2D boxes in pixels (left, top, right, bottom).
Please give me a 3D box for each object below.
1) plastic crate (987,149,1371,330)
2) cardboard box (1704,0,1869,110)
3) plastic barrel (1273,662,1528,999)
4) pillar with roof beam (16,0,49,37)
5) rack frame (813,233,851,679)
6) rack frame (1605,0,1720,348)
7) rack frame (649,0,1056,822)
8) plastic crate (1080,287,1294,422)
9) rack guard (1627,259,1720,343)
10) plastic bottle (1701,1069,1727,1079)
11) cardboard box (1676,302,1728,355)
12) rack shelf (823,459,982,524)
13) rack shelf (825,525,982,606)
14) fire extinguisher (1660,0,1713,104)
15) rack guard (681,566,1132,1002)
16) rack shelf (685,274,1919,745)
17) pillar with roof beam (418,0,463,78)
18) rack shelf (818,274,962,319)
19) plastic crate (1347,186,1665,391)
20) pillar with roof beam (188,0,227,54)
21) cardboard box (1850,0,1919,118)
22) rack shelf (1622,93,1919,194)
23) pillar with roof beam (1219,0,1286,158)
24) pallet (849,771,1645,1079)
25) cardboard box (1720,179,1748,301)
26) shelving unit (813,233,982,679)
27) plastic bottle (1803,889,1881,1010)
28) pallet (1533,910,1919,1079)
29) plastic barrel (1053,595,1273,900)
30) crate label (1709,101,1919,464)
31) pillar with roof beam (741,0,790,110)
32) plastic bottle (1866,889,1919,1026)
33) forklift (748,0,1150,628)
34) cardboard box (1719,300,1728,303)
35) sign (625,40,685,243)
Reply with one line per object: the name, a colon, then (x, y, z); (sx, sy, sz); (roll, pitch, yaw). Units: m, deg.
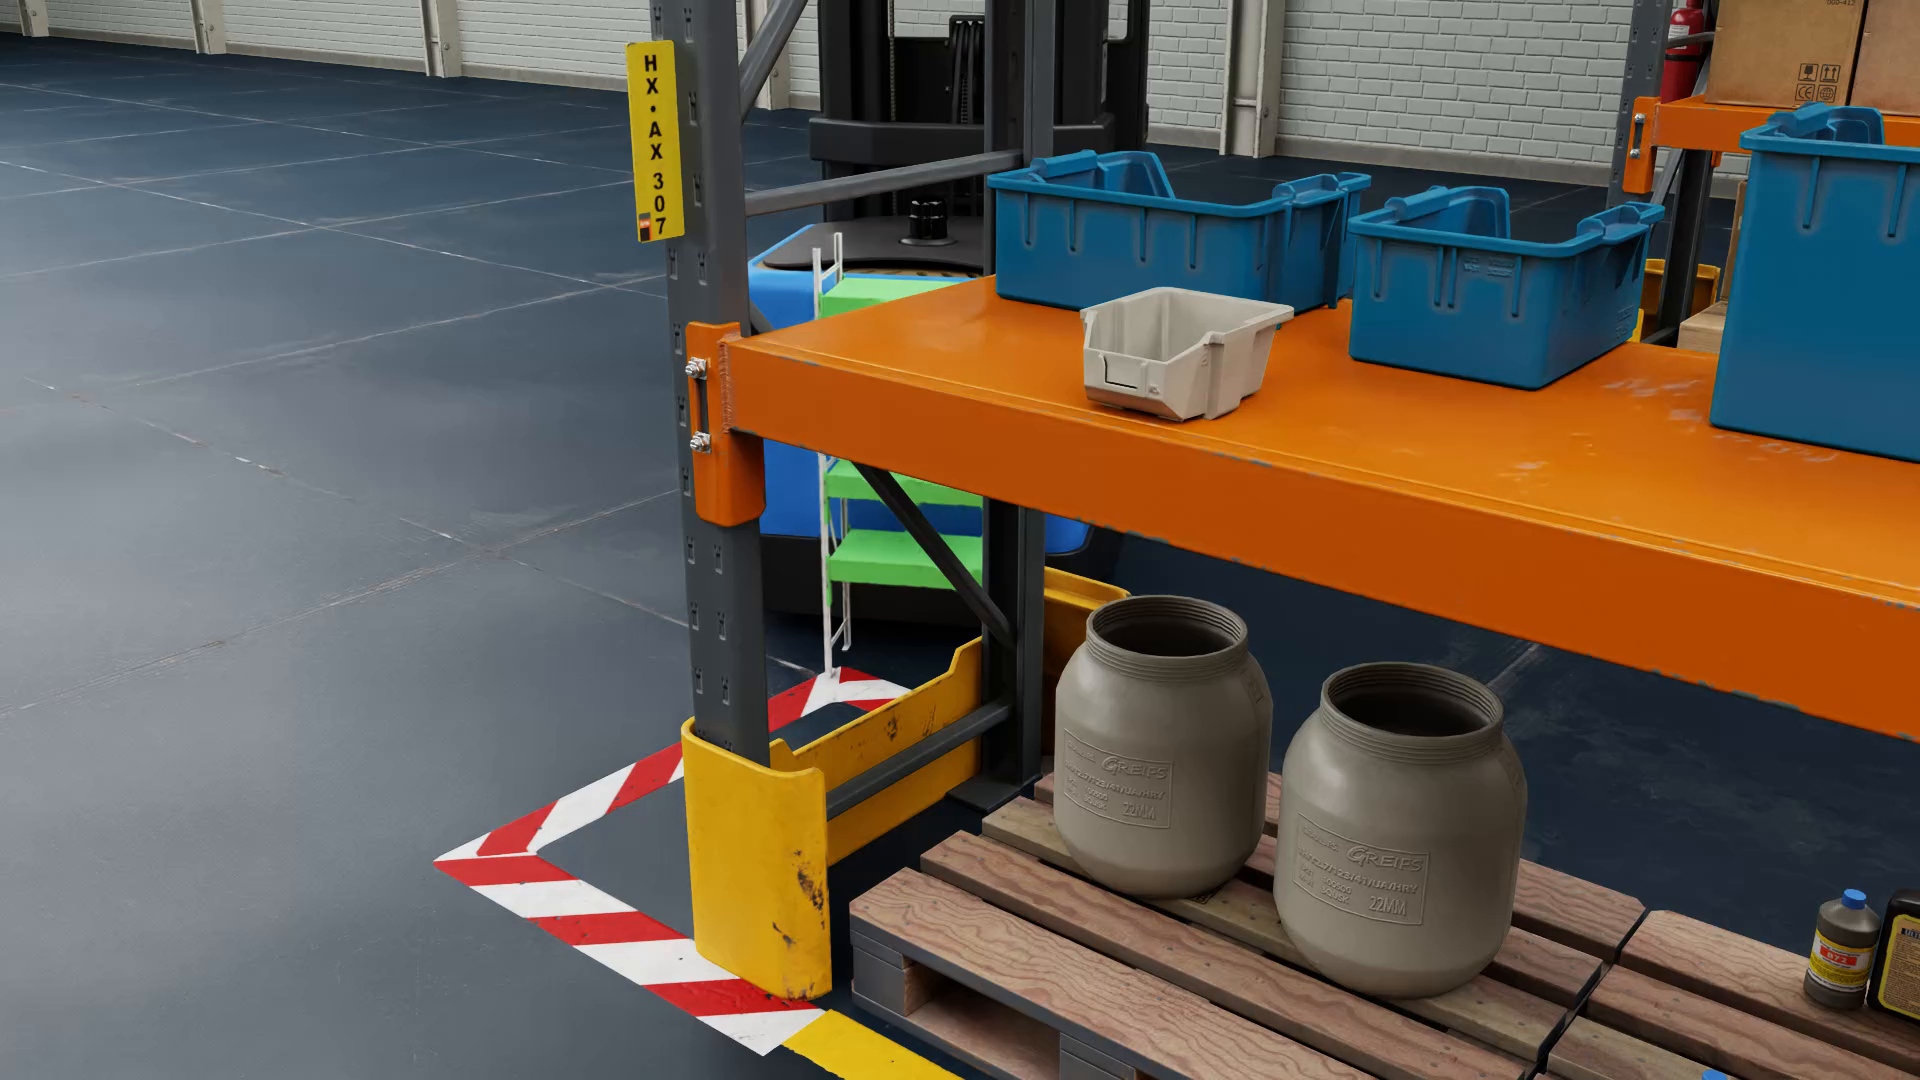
plastic crate: (0.416, -0.590, 3.193); (0.616, 0.251, 0.499); (16, 26, 36)
cardboard box: (3.327, -1.982, 6.532); (0.500, 0.500, 0.700); (16, 26, 36)
plastic barrel: (0.785, 0.515, 2.981); (0.421, 0.512, 0.421); (0, 21, 0)
pillar with roof beam: (-18.772, -11.802, 24.211); (0.400, 9.000, 9.100); (16, 26, 36)
rack frame: (-0.346, -0.216, 4.538); (0.015, 1.200, 0.240); (4, 21, 10)
rack frame: (2.974, -2.043, 6.835); (0.127, 3.000, 1.000); (16, 26, 36)
rack frame: (-0.161, -0.690, 3.246); (0.127, 3.000, 1.000); (16, 26, 36)
plastic crate: (0.329, -0.279, 2.530); (0.250, 0.136, 0.298); (16, 26, 36)
rack guard: (2.955, -0.879, 7.290); (0.348, 0.500, 1.175); (16, 26, 36)
plastic bottle: (1.046, 0.871, 2.352); (0.097, 0.271, 0.097); (0, 21, 0)
cardboard box: (3.248, -0.773, 6.767); (0.500, 0.250, 0.500); (16, 26, 36)
rack shelf: (-0.106, -0.140, 4.518); (0.480, 0.148, 0.258); (4, 21, 10)
rack shelf: (-0.106, 0.085, 4.602); (0.480, 0.148, 0.258); (4, 21, 10)
fire extinguisher: (3.176, -2.160, 7.255); (0.183, 0.674, 0.296); (16, 26, 36)
rack guard: (-0.073, 0.484, 3.677); (0.348, 0.500, 1.175); (16, 26, 36)
rack shelf: (1.388, 0.093, 2.190); (4.000, 0.370, 1.077); (16, 26, 36)
pillar with roof beam: (-9.475, -9.124, 17.111); (0.400, 9.000, 9.100); (16, 26, 36)
rack shelf: (-0.106, -0.590, 4.352); (0.480, 0.148, 0.258); (4, 21, 10)
plastic crate: (0.915, -0.444, 2.805); (0.408, 0.251, 0.499); (16, 26, 36)
pillar with roof beam: (-14.123, -10.463, 20.661); (0.400, 9.000, 9.100); (16, 26, 36)
cardboard box: (3.737, -1.866, 6.225); (0.500, 0.500, 0.700); (17, 26, 38)
rack shelf: (4.523, -1.260, 5.779); (4.000, 0.370, 1.077); (16, 26, 36)
pillar with roof beam: (-0.178, -6.447, 10.011); (0.400, 9.000, 9.100); (16, 26, 36)
pallet: (0.553, 0.802, 3.243); (1.213, 0.211, 1.003); (16, 26, 36)
cardboard box: (3.577, -1.266, 7.012); (0.500, 0.500, 0.500); (16, 26, 36)
shelving unit: (-0.106, -0.200, 4.496); (0.503, 1.200, 0.258); (4, 21, 10)
plastic bottle: (1.539, 0.704, 2.894); (0.097, 0.201, 0.097); (0, 21, 0)
pallet: (1.494, 1.074, 2.521); (1.213, 0.211, 1.003); (16, 26, 36)
plastic barrel: (0.397, 0.404, 3.277); (0.421, 0.512, 0.421); (0, 21, 0)
crate label: (1.436, -0.370, 2.347); (0.616, 0.435, 0.502); (16, 26, 36)
pillar with roof beam: (-4.827, -7.786, 13.561); (0.400, 9.000, 9.100); (16, 26, 36)
plastic bottle: (1.641, 0.686, 2.823); (0.133, 0.283, 0.061); (17, 26, 38)
forklift: (0.120, -1.590, 5.730); (1.130, 2.935, 3.031); (4, 21, 10)
cardboard box: (3.576, -0.914, 7.143); (0.500, 0.250, 0.500); (16, 26, 36)
sign: (-0.512, -0.670, 2.801); (0.005, 0.325, 0.100); (16, 26, 36)
